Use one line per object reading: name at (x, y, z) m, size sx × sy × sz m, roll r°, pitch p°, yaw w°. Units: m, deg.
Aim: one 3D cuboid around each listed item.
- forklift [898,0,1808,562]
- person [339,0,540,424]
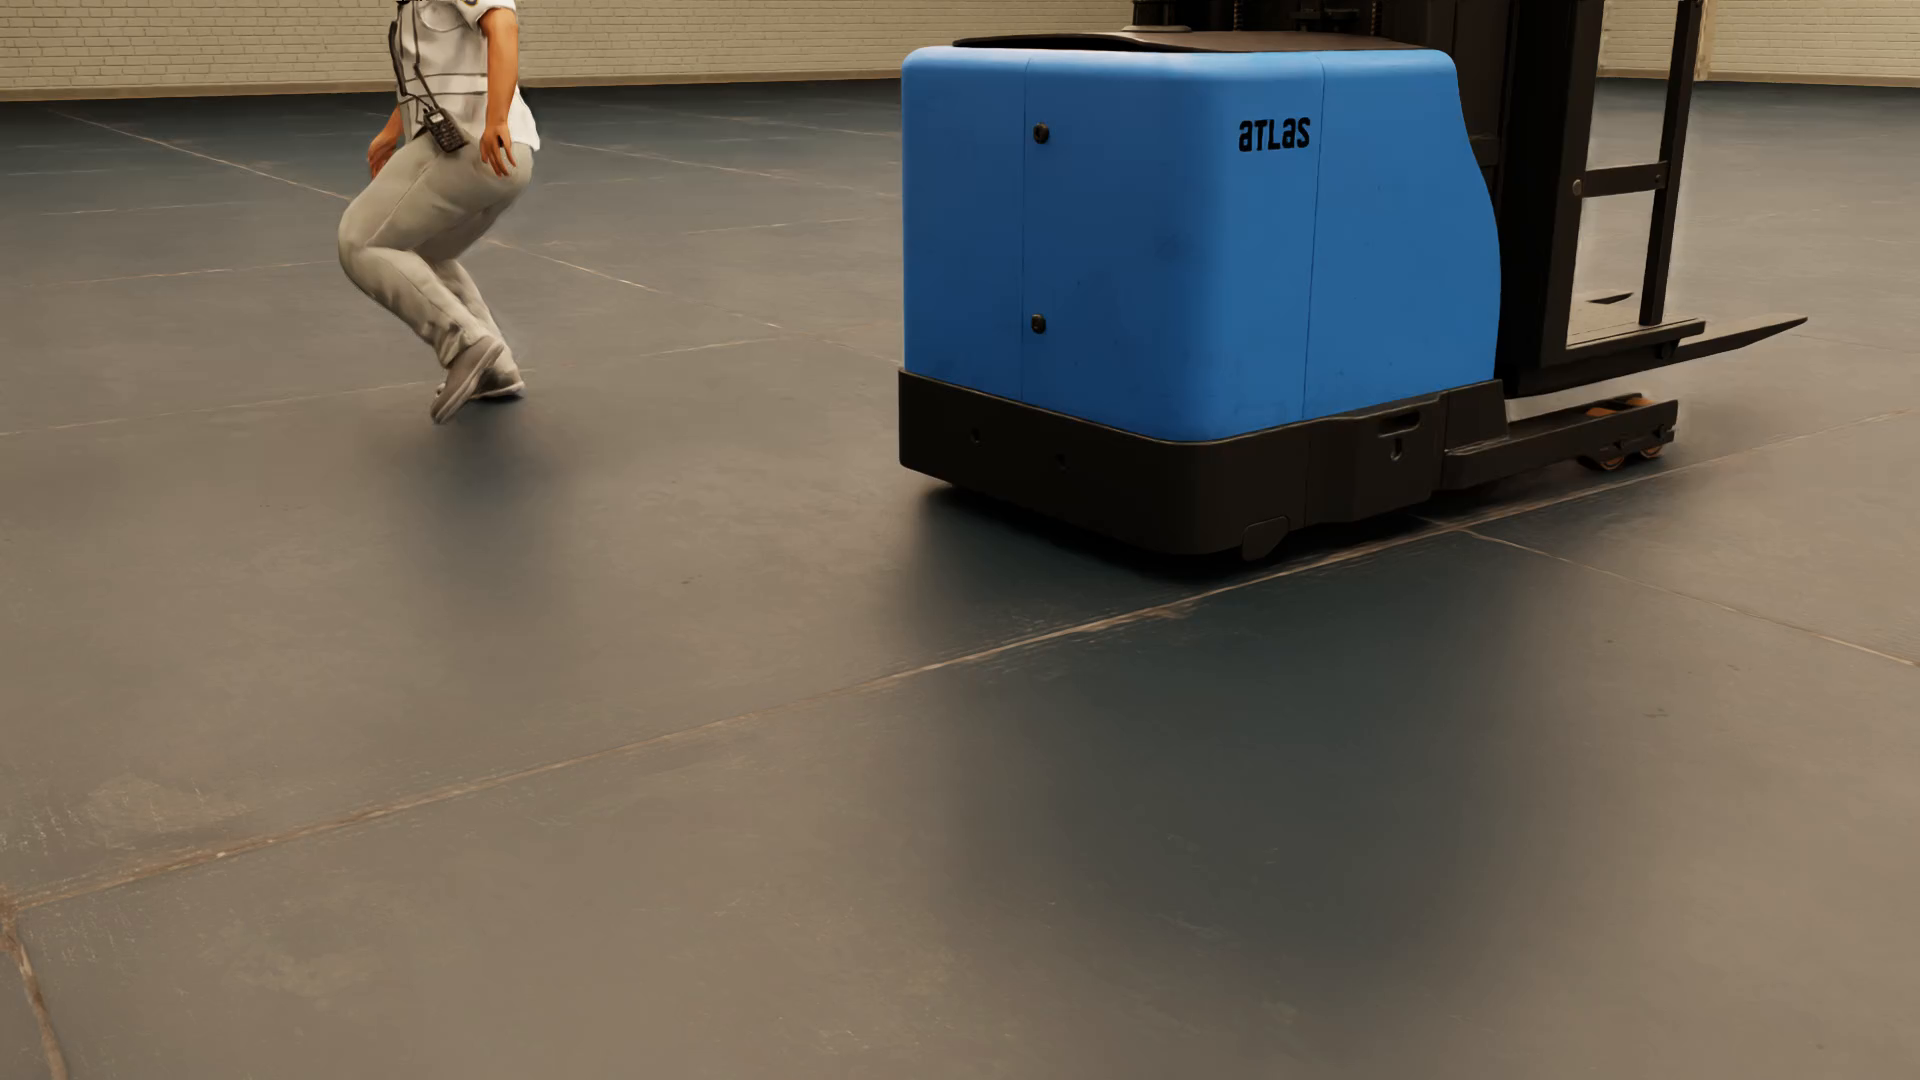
forklift at (1.316, -1.692, 4.288) m, size 3.031 × 2.935 × 1.130 m, roll -14°, pitch 22°, yaw -36°
person at (-1.505, -1.132, 4.826) m, size 0.556 × 1.572 × 0.755 m, roll -2°, pitch 18°, yaw -5°
